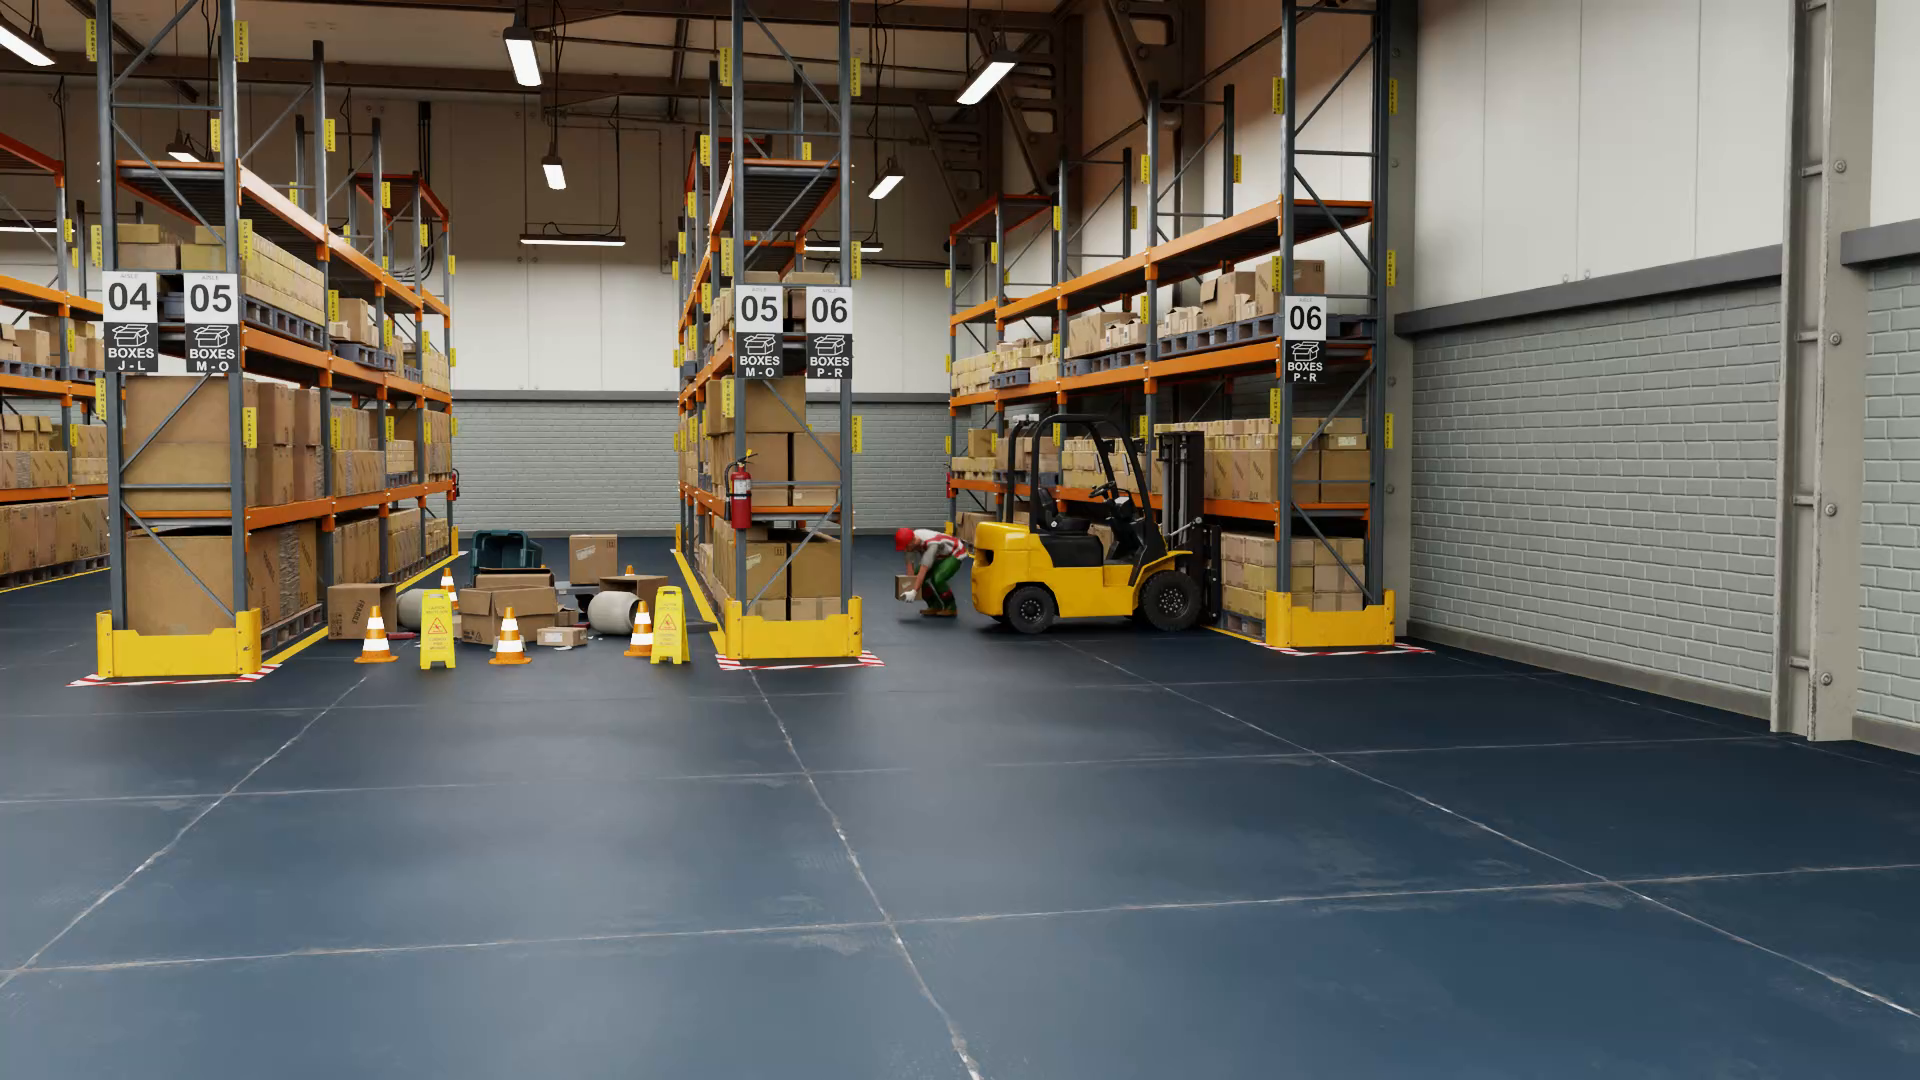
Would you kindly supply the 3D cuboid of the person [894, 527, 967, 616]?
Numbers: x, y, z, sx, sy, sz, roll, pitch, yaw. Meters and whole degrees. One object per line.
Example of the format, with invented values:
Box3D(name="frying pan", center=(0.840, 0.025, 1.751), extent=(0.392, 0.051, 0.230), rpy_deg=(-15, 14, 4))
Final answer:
Box3D(name="person", center=(-0.344, 0.340, 18.050), extent=(0.941, 0.984, 0.534), rpy_deg=(-3, 4, -43))
